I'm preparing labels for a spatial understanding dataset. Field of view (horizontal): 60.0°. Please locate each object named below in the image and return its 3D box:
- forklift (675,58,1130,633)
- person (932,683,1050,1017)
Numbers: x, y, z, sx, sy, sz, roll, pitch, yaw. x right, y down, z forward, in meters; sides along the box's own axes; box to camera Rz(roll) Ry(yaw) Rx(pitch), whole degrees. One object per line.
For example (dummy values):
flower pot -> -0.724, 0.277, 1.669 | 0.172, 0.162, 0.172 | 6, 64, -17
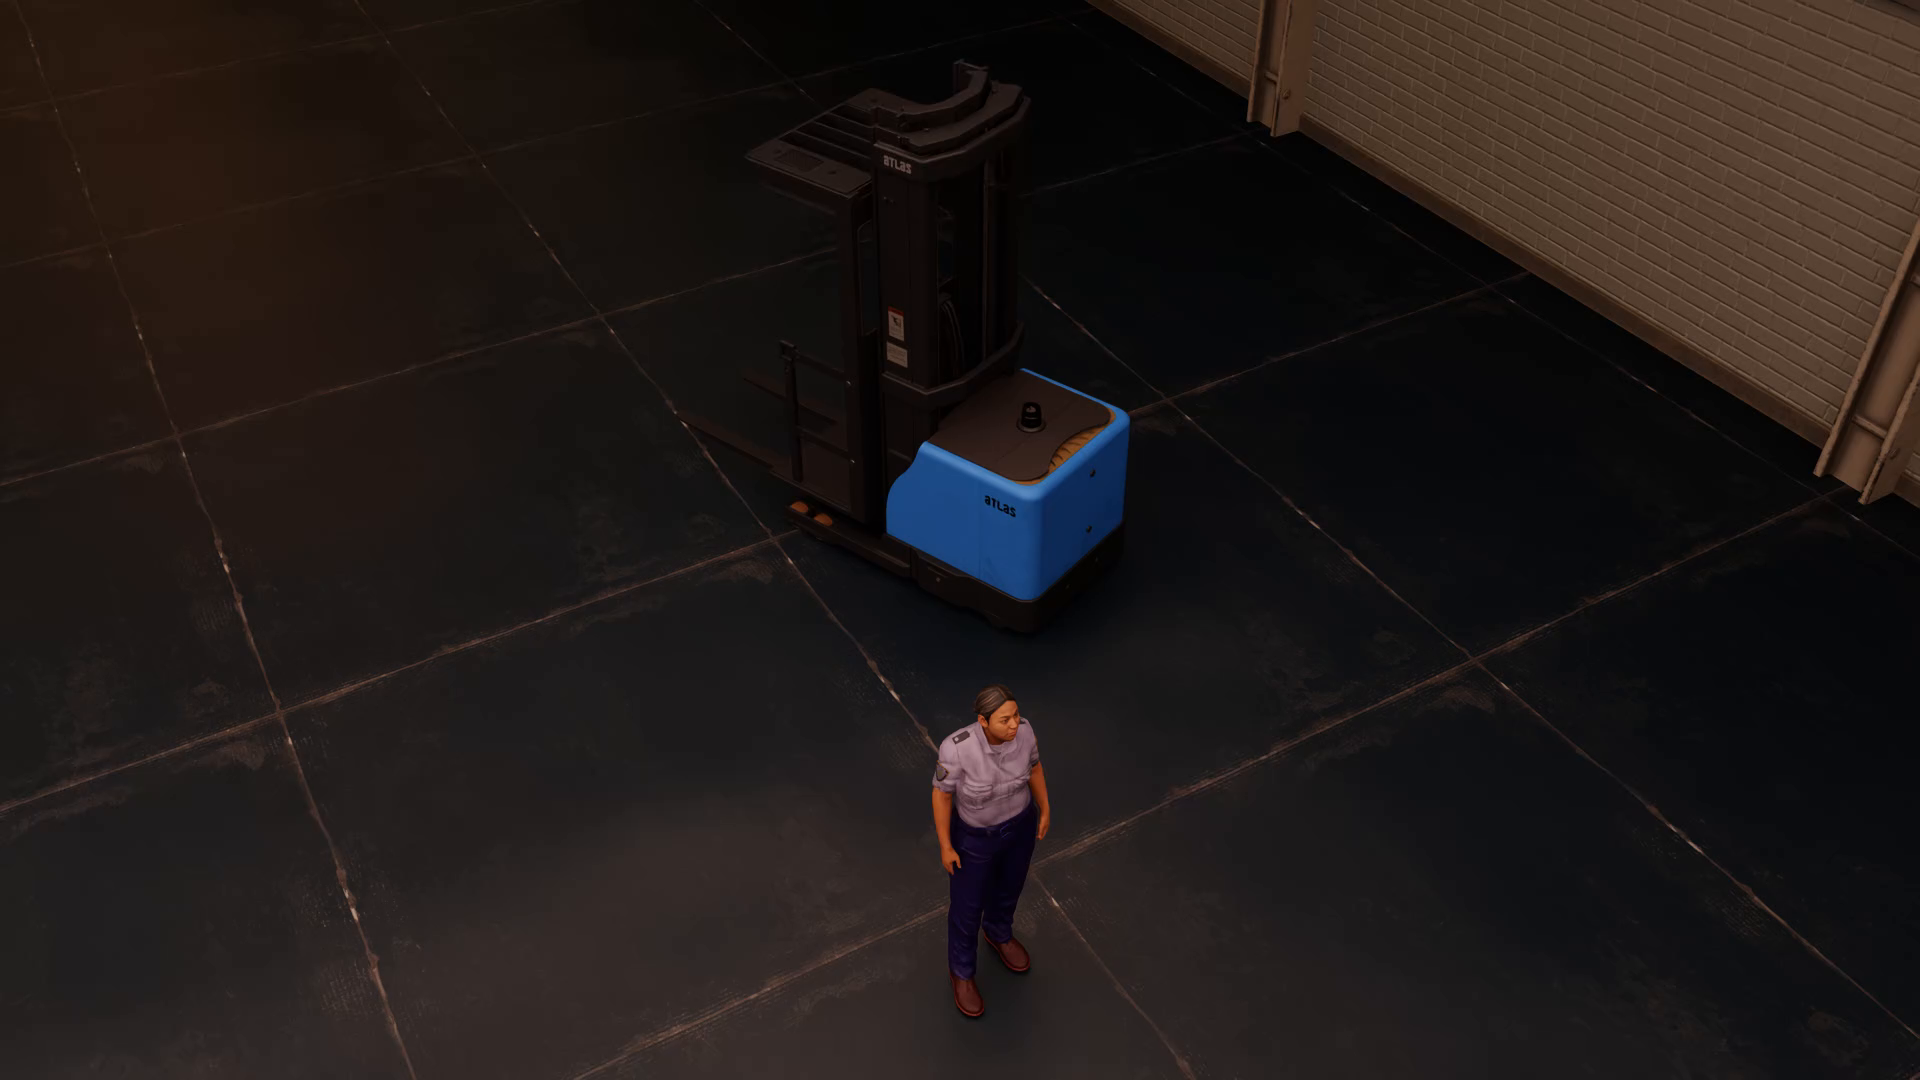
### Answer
forklift -> -0.481, -1.366, 9.683 | 3.031, 2.935, 1.130 | 26, 46, 28
person -> 0.172, 1.354, 7.398 | 0.598, 1.651, 0.502 | -20, 44, -22
